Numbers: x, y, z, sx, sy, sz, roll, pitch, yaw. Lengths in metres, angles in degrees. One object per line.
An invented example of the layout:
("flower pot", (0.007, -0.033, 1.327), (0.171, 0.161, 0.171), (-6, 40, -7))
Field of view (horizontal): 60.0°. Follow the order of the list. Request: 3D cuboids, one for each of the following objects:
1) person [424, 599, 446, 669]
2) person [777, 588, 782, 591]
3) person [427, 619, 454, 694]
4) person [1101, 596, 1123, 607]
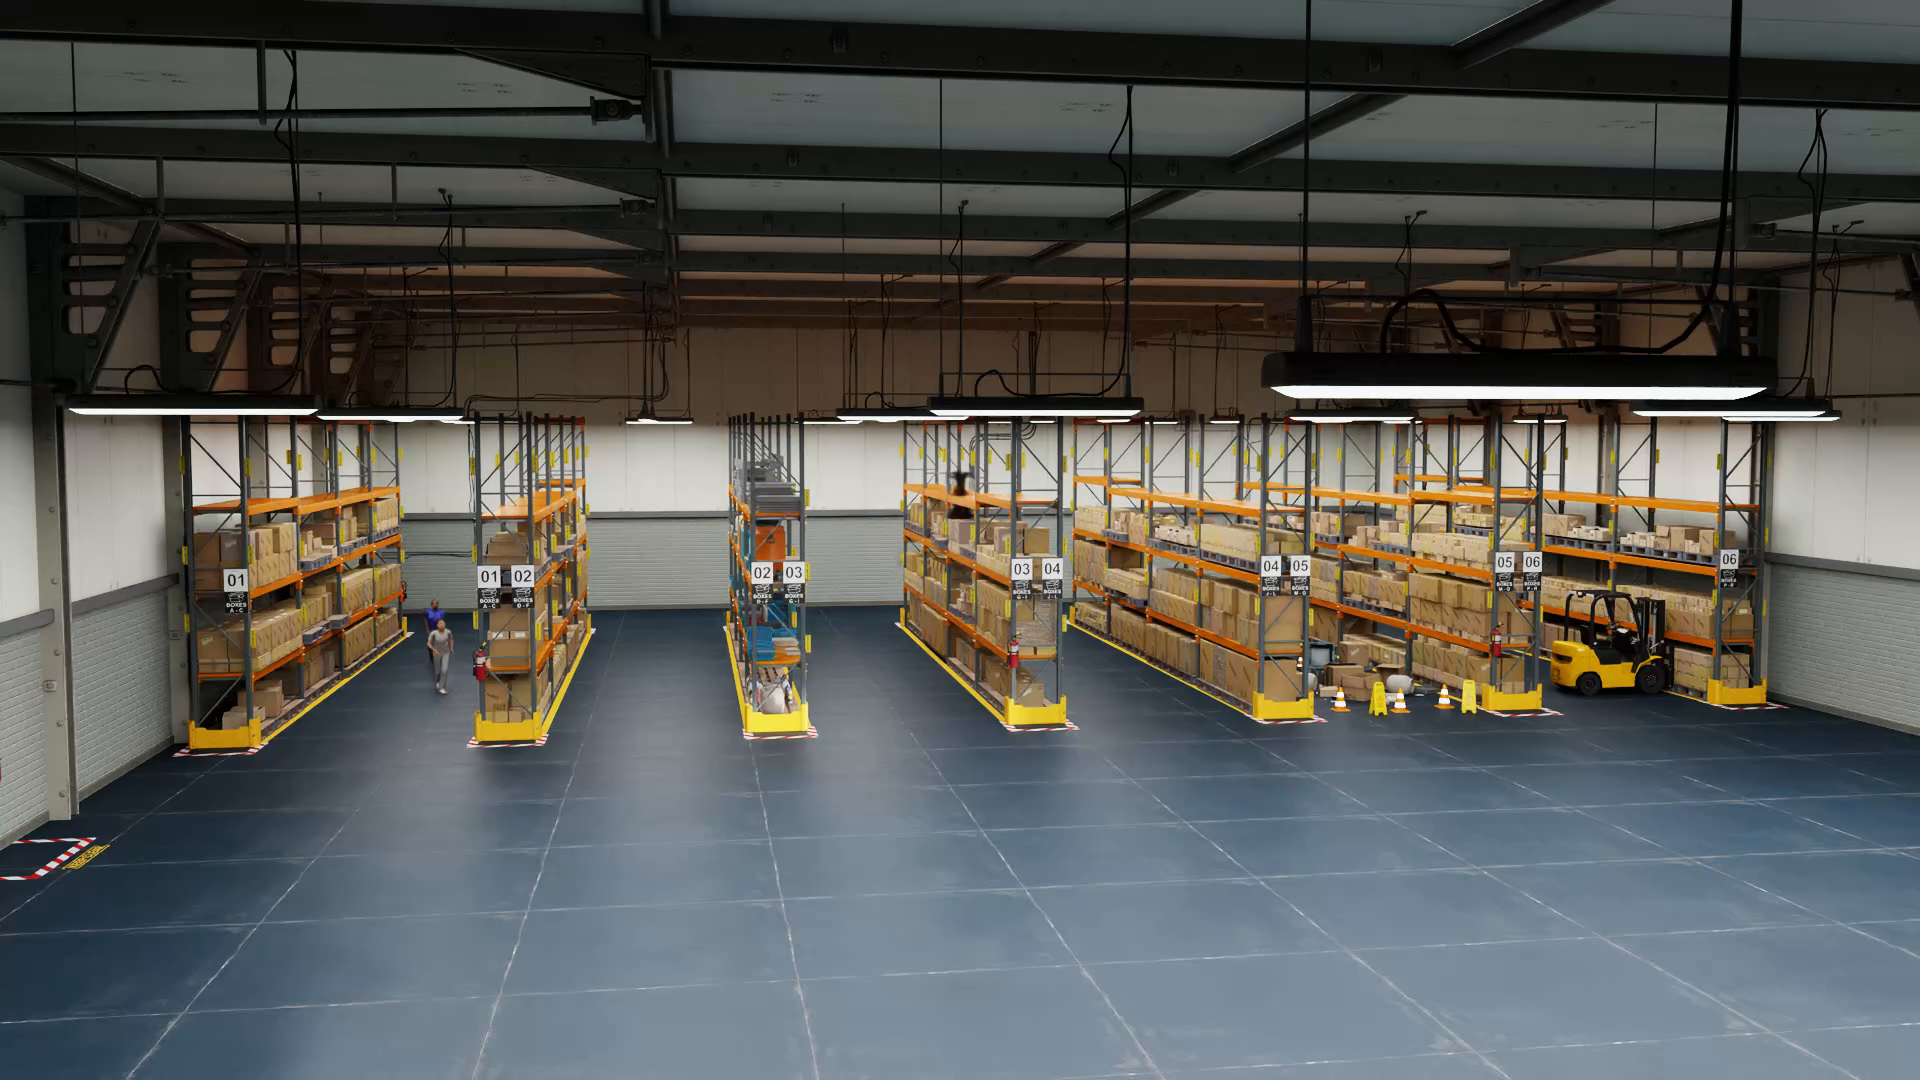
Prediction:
("person", (-12.494, 2.229, 39.572), (0.495, 1.670, 0.799), (-1, 4, -20))
("person", (-5.535, 1.551, 49.034), (0.731, 1.658, 0.763), (2, 4, 24))
("person", (-11.205, 2.480, 35.873), (0.563, 1.622, 0.768), (-2, 4, -23))
("person", (4.586, 1.456, 50.662), (0.790, 1.637, 0.614), (-3, 5, -34))
